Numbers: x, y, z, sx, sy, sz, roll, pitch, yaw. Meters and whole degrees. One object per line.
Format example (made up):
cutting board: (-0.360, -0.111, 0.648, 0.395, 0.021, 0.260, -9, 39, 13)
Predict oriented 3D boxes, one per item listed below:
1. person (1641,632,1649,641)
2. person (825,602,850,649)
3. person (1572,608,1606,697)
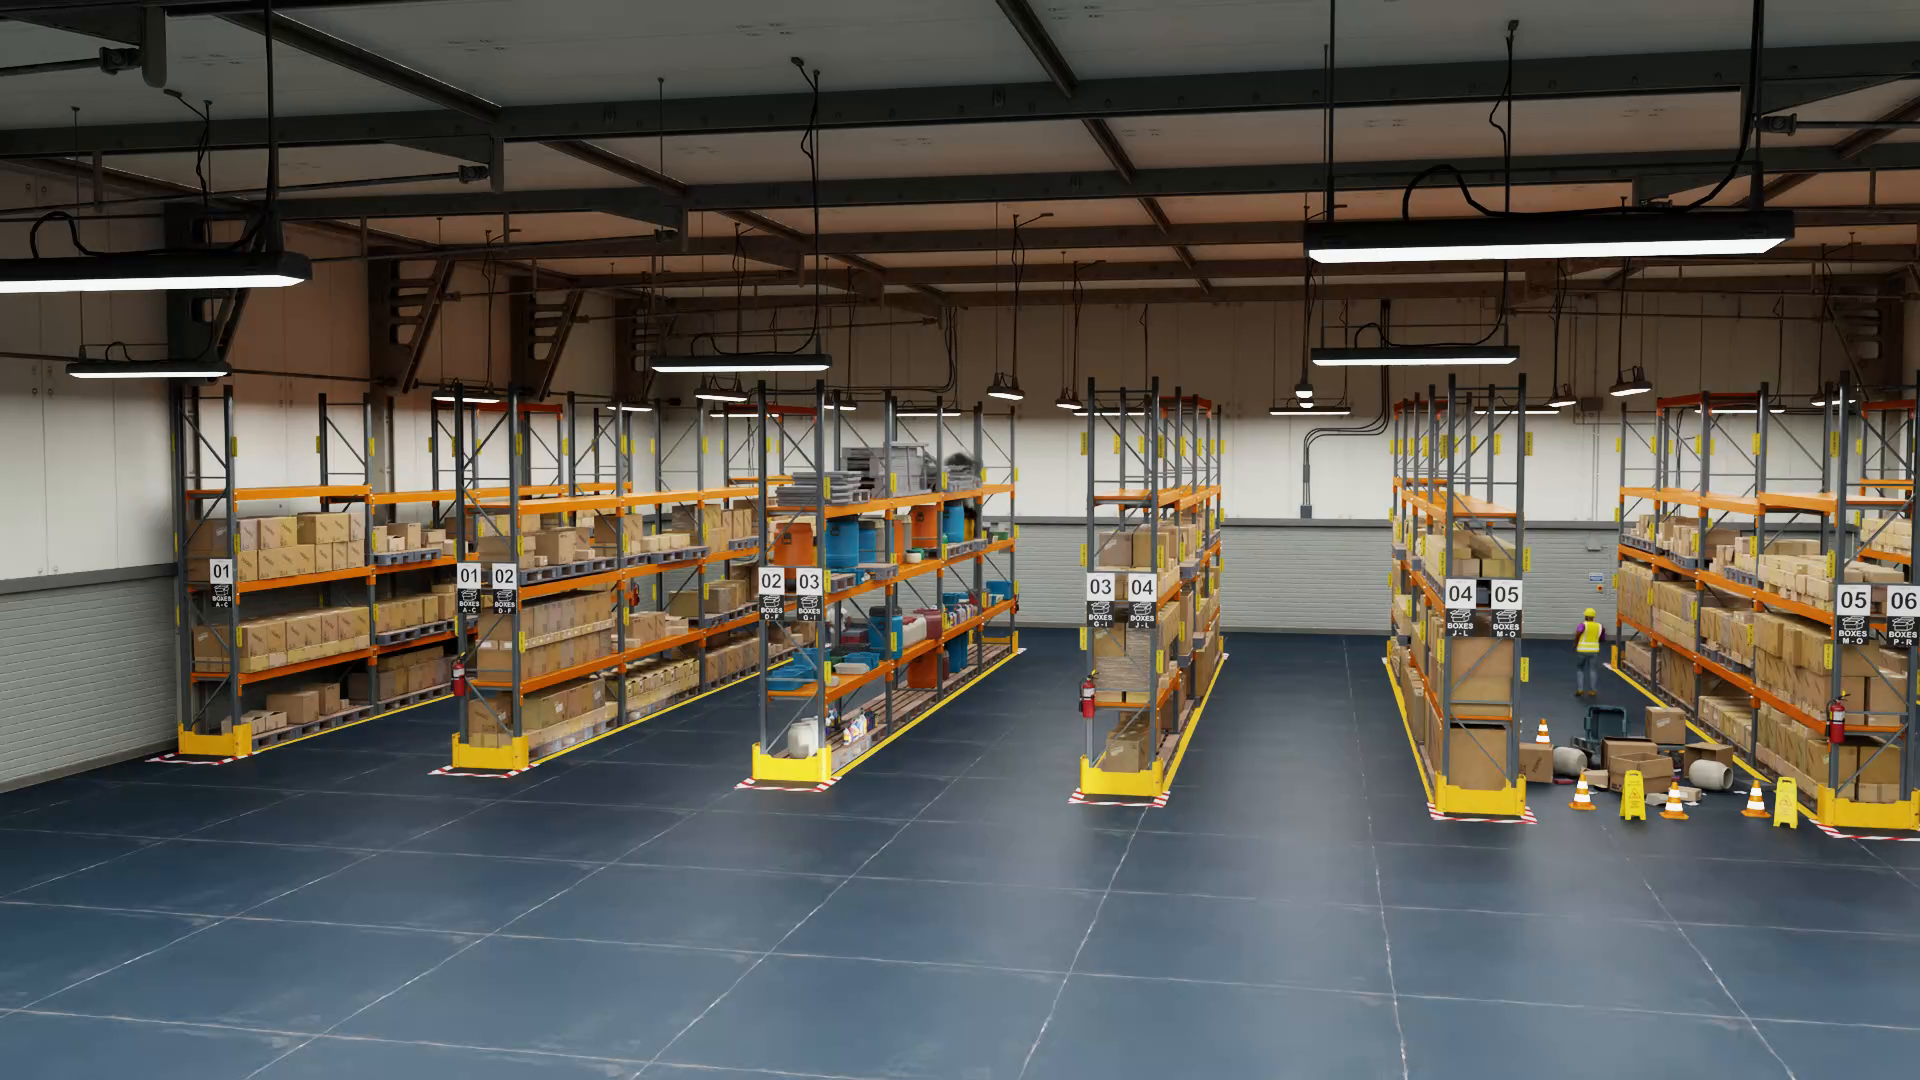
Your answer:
person: (16.880, 1.878, 40.358, 0.855, 1.784, 0.647, 0, 3, -7)
person: (-2.775, 2.097, 37.842, 0.583, 1.577, 0.832, 0, 3, -3)
person: (12.475, 2.264, 32.968, 0.685, 1.816, 0.771, 0, 3, 5)
